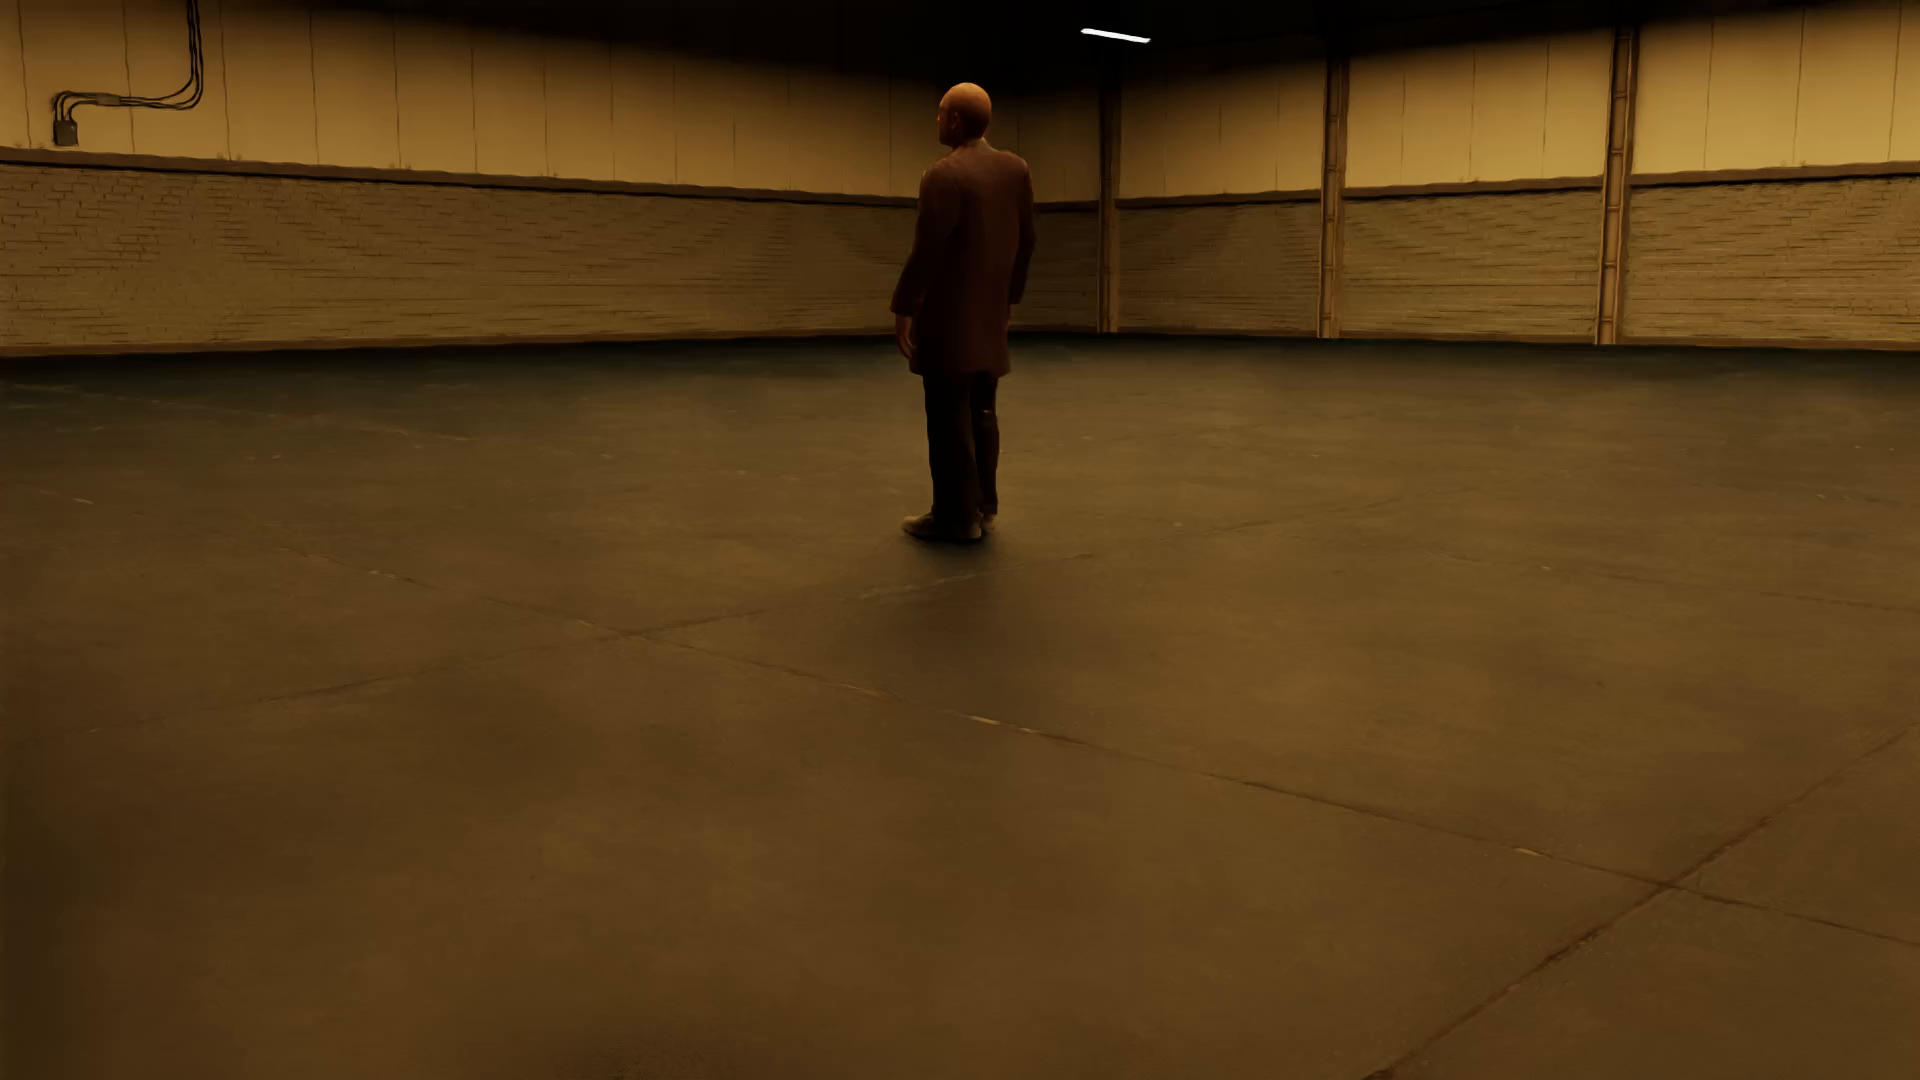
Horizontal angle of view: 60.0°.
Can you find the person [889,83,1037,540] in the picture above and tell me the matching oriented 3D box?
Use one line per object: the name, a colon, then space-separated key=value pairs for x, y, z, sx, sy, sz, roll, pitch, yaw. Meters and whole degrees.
person: x=-0.062 y=-0.896 z=6.650 sx=0.580 sy=1.776 sz=0.694 roll=8 pitch=12 yaw=43
